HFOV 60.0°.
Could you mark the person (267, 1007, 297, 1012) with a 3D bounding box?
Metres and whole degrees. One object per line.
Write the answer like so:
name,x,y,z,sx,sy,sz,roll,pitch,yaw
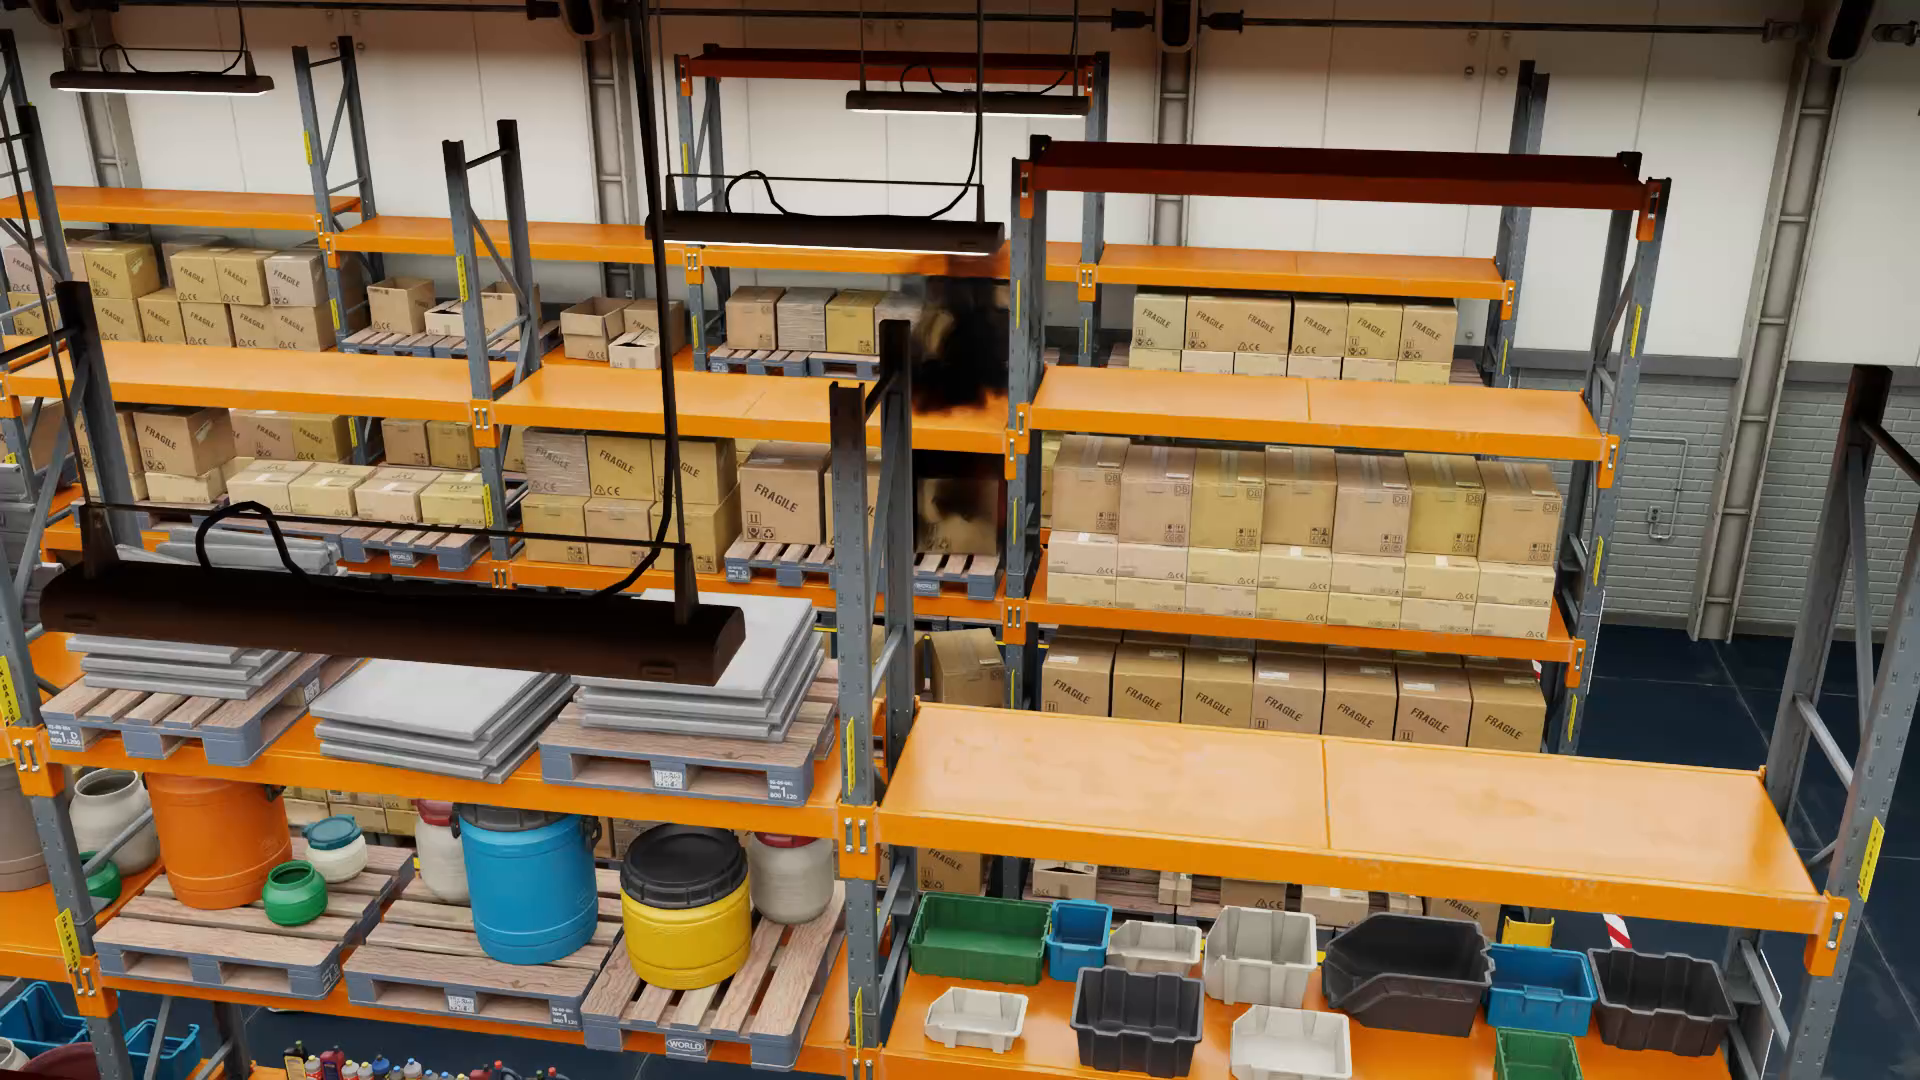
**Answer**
person,-4.924,2.738,11.928,0.559,1.550,0.532,1,23,2
